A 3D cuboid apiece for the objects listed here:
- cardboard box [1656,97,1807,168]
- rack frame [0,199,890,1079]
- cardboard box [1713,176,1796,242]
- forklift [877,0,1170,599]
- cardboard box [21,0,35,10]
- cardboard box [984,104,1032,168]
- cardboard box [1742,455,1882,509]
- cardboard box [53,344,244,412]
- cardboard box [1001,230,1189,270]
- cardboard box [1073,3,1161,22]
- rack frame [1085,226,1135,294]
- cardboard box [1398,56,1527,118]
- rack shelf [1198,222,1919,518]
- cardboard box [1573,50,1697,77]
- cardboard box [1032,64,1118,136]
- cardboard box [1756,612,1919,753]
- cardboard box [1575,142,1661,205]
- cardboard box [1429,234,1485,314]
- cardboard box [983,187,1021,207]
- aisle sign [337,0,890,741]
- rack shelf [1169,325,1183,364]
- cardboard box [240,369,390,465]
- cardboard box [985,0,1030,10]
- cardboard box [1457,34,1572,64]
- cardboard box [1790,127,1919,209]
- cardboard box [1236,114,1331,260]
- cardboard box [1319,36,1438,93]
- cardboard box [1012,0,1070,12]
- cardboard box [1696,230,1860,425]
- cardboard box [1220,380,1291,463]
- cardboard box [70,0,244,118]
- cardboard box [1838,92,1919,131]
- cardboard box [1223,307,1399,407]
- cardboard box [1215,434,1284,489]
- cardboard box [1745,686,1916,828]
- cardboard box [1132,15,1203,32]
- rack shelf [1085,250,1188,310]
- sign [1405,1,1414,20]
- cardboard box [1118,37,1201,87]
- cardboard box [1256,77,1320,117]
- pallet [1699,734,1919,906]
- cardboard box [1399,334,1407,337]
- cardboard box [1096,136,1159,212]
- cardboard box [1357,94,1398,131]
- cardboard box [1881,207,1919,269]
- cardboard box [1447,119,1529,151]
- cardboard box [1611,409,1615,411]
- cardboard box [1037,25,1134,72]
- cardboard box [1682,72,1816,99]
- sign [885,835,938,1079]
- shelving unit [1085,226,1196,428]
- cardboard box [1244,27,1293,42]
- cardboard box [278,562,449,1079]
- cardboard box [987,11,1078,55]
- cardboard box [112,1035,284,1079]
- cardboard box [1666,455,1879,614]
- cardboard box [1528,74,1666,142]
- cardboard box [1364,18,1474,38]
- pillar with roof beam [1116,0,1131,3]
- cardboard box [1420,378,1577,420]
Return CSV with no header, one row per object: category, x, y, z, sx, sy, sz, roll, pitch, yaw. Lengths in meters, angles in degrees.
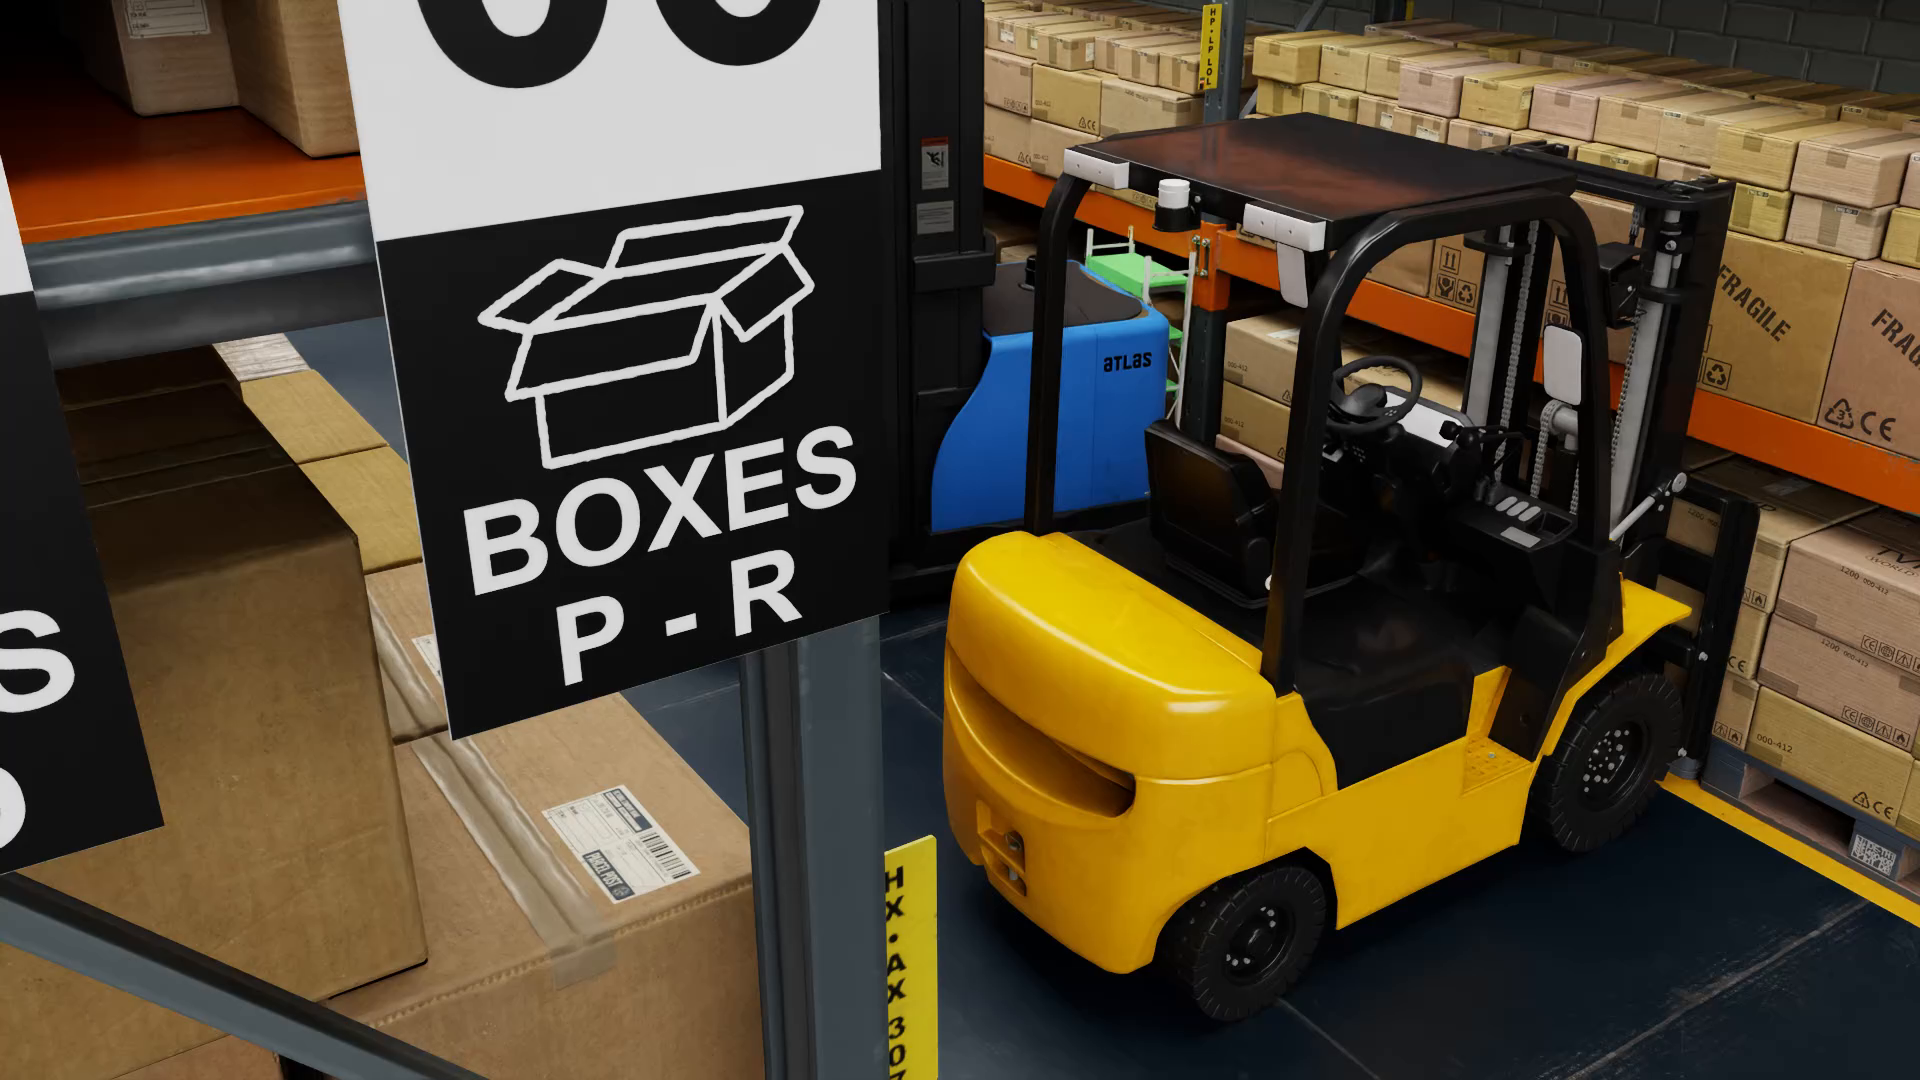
cardboard box,2.420,-1.279,5.220,0.380,0.149,0.250,-15,29,-29
rack frame,-0.519,0.978,1.665,0.949,2.616,0.053,-16,29,-30
cardboard box,2.490,-1.030,5.041,0.380,0.149,0.250,-15,29,-29
forklift,-0.716,-1.208,6.376,3.031,2.935,1.130,-9,27,-19
cardboard box,-1.069,-0.811,2.235,0.380,0.149,0.250,-17,30,-31
cardboard box,0.432,-2.025,8.202,0.500,0.250,0.500,-15,29,-29
cardboard box,2.991,-0.153,5.619,0.500,0.250,0.500,-16,30,-30
cardboard box,-1.254,0.032,2.032,0.700,0.500,0.500,-15,29,-29
cardboard box,0.740,-1.190,8.546,0.875,0.625,0.625,-16,30,-30
cardboard box,0.787,-2.593,8.352,0.380,0.149,0.250,-16,30,-30
rack frame,0.653,-0.836,7.602,0.240,1.200,0.015,-9,27,-24
cardboard box,1.796,-1.623,5.948,0.380,0.149,0.250,-15,29,-28
rack shelf,2.543,-0.570,5.786,1.077,0.370,4.000,-16,29,-30
cardboard box,2.450,-1.676,6.062,0.380,0.149,0.250,-16,30,-30
cardboard box,0.682,-2.067,7.705,0.500,0.250,0.500,-16,30,-31
cardboard box,2.842,0.365,5.107,0.500,0.250,0.500,-16,30,-30
cardboard box,2.232,-1.216,5.435,0.380,0.149,0.250,-16,30,-31
cardboard box,2.050,-1.073,5.891,0.500,0.500,0.500,-16,30,-30
cardboard box,-0.040,-1.699,9.625,0.875,0.625,0.625,-14,29,-28
aisle sign,-0.228,-0.247,1.215,0.394,0.787,0.004,-16,29,-30
rack shelf,0.763,-0.903,7.330,0.258,0.148,0.480,-9,27,-24
cardboard box,-1.397,0.018,3.232,0.500,0.500,0.500,-16,30,-31
cardboard box,0.131,-2.667,8.509,0.380,0.149,0.250,-16,29,-30
cardboard box,2.137,-1.849,6.427,0.380,0.149,0.250,-16,30,-30
cardboard box,2.628,-1.074,4.785,0.380,0.149,0.250,-15,29,-28
cardboard box,1.475,-1.436,6.661,0.500,0.500,0.500,-16,30,-31
cardboard box,1.610,-1.832,6.391,0.380,0.149,0.250,-15,29,-29
cardboard box,0.469,-2.766,8.718,0.380,0.149,0.250,-15,29,-28
cardboard box,2.591,-0.711,5.124,0.500,0.500,0.500,-16,30,-31
cardboard box,1.457,-0.538,7.019,0.500,0.250,0.500,-16,29,-30
cardboard box,-0.649,-0.532,1.643,0.380,0.149,0.250,-17,30,-31
cardboard box,3.012,-1.312,5.291,0.380,0.149,0.250,-16,30,-31
cardboard box,1.452,-0.763,6.910,0.500,0.250,0.500,-16,30,-30
cardboard box,1.438,-0.307,7.115,0.500,0.250,0.500,-15,29,-29
cardboard box,2.850,0.599,5.196,0.500,0.250,0.500,-16,29,-30
cardboard box,1.044,-2.409,7.962,0.380,0.149,0.250,-16,30,-30
rack shelf,0.772,-1.122,7.232,0.258,0.148,0.480,-9,27,-24
sign,1.915,-2.167,7.221,0.100,0.325,0.005,-16,29,-30
cardboard box,0.923,-2.107,7.323,0.380,0.149,0.250,-16,30,-30
cardboard box,1.405,-1.774,6.616,0.380,0.149,0.250,-16,30,-30
pallet,3.182,0.818,5.271,1.003,0.211,1.213,-16,29,-30
cardboard box,1.882,-0.878,7.154,0.500,0.250,0.500,-15,29,-29
cardboard box,0.957,-1.662,7.432,0.500,0.250,0.500,-15,29,-28
cardboard box,1.713,-1.595,6.237,0.380,0.149,0.250,-16,29,-30
cardboard box,2.830,-0.860,4.680,0.380,0.149,0.250,-16,30,-30
cardboard box,1.928,-1.395,5.814,0.380,0.149,0.250,-16,30,-30
cardboard box,2.436,-0.516,6.388,0.500,0.250,0.500,-15,29,-29
cardboard box,0.578,-2.270,7.669,0.380,0.149,0.250,-17,30,-31
cardboard box,2.663,-1.476,5.638,0.380,0.149,0.250,-15,29,-28
sign,-0.068,0.461,1.747,0.100,0.325,0.005,-16,29,-30
shelving unit,0.757,-0.743,7.403,0.258,1.200,0.503,-9,27,-24
cardboard box,1.337,-2.233,7.589,0.380,0.149,0.250,-17,30,-31
cardboard box,-0.834,0.380,2.465,0.500,0.500,0.500,-15,29,-28
cardboard box,0.356,-2.469,8.090,0.380,0.149,0.250,-15,29,-29
cardboard box,-1.049,0.669,1.854,0.500,0.500,0.500,-16,30,-30
cardboard box,2.555,-0.030,5.357,0.500,0.250,0.500,-15,29,-29
cardboard box,2.146,-1.458,5.599,0.380,0.149,0.250,-16,29,-30
cardboard box,1.879,-2.040,6.831,0.380,0.149,0.250,-15,29,-29
pillar with roof beam,-2.873,-4.494,6.229,9.100,9.000,0.400,-16,29,-30
cardboard box,2.004,-0.402,6.146,0.500,0.250,0.500,-14,29,-28
